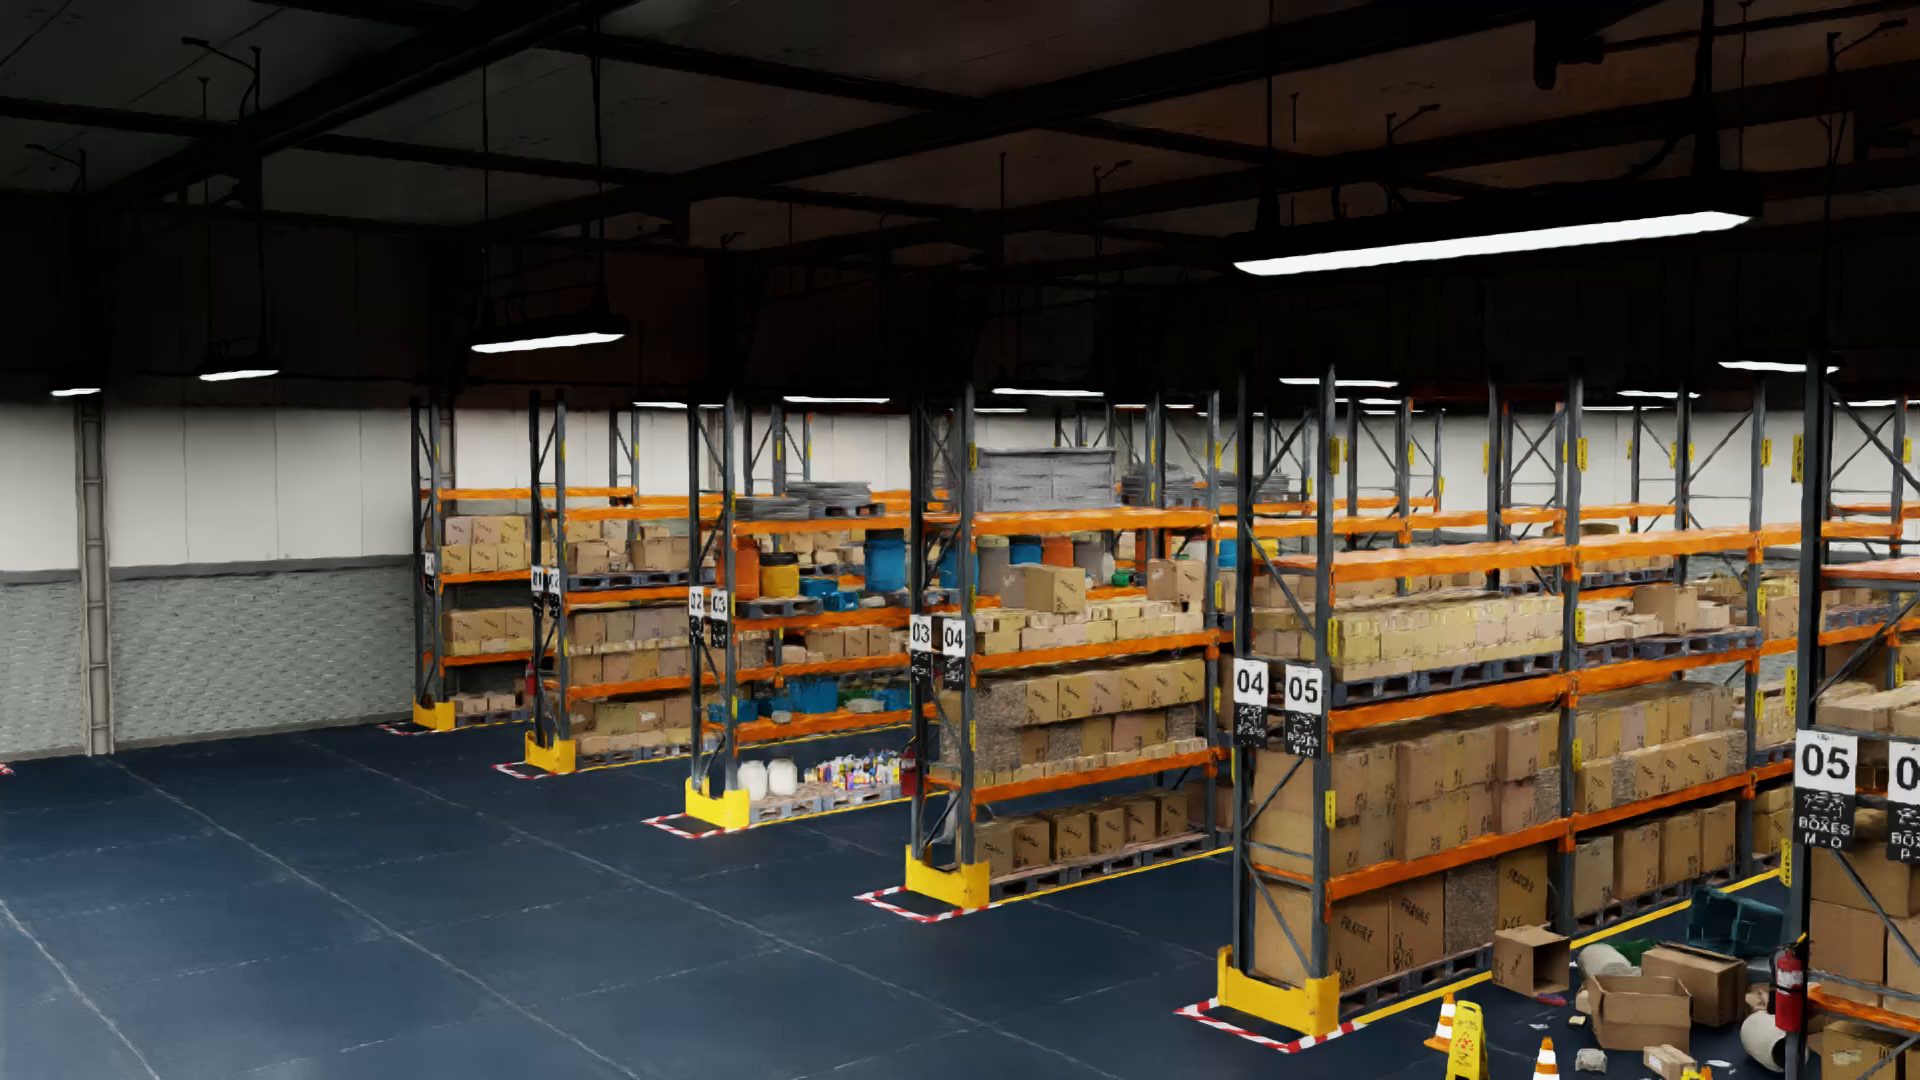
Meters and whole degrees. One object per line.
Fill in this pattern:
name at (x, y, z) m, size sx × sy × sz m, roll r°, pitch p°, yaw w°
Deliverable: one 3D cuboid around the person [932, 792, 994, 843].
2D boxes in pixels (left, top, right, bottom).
person at (0.095, 3.081, 21.404) m, size 0.999 × 1.626 × 0.461 m, roll -3°, pitch 4°, yaw -41°
